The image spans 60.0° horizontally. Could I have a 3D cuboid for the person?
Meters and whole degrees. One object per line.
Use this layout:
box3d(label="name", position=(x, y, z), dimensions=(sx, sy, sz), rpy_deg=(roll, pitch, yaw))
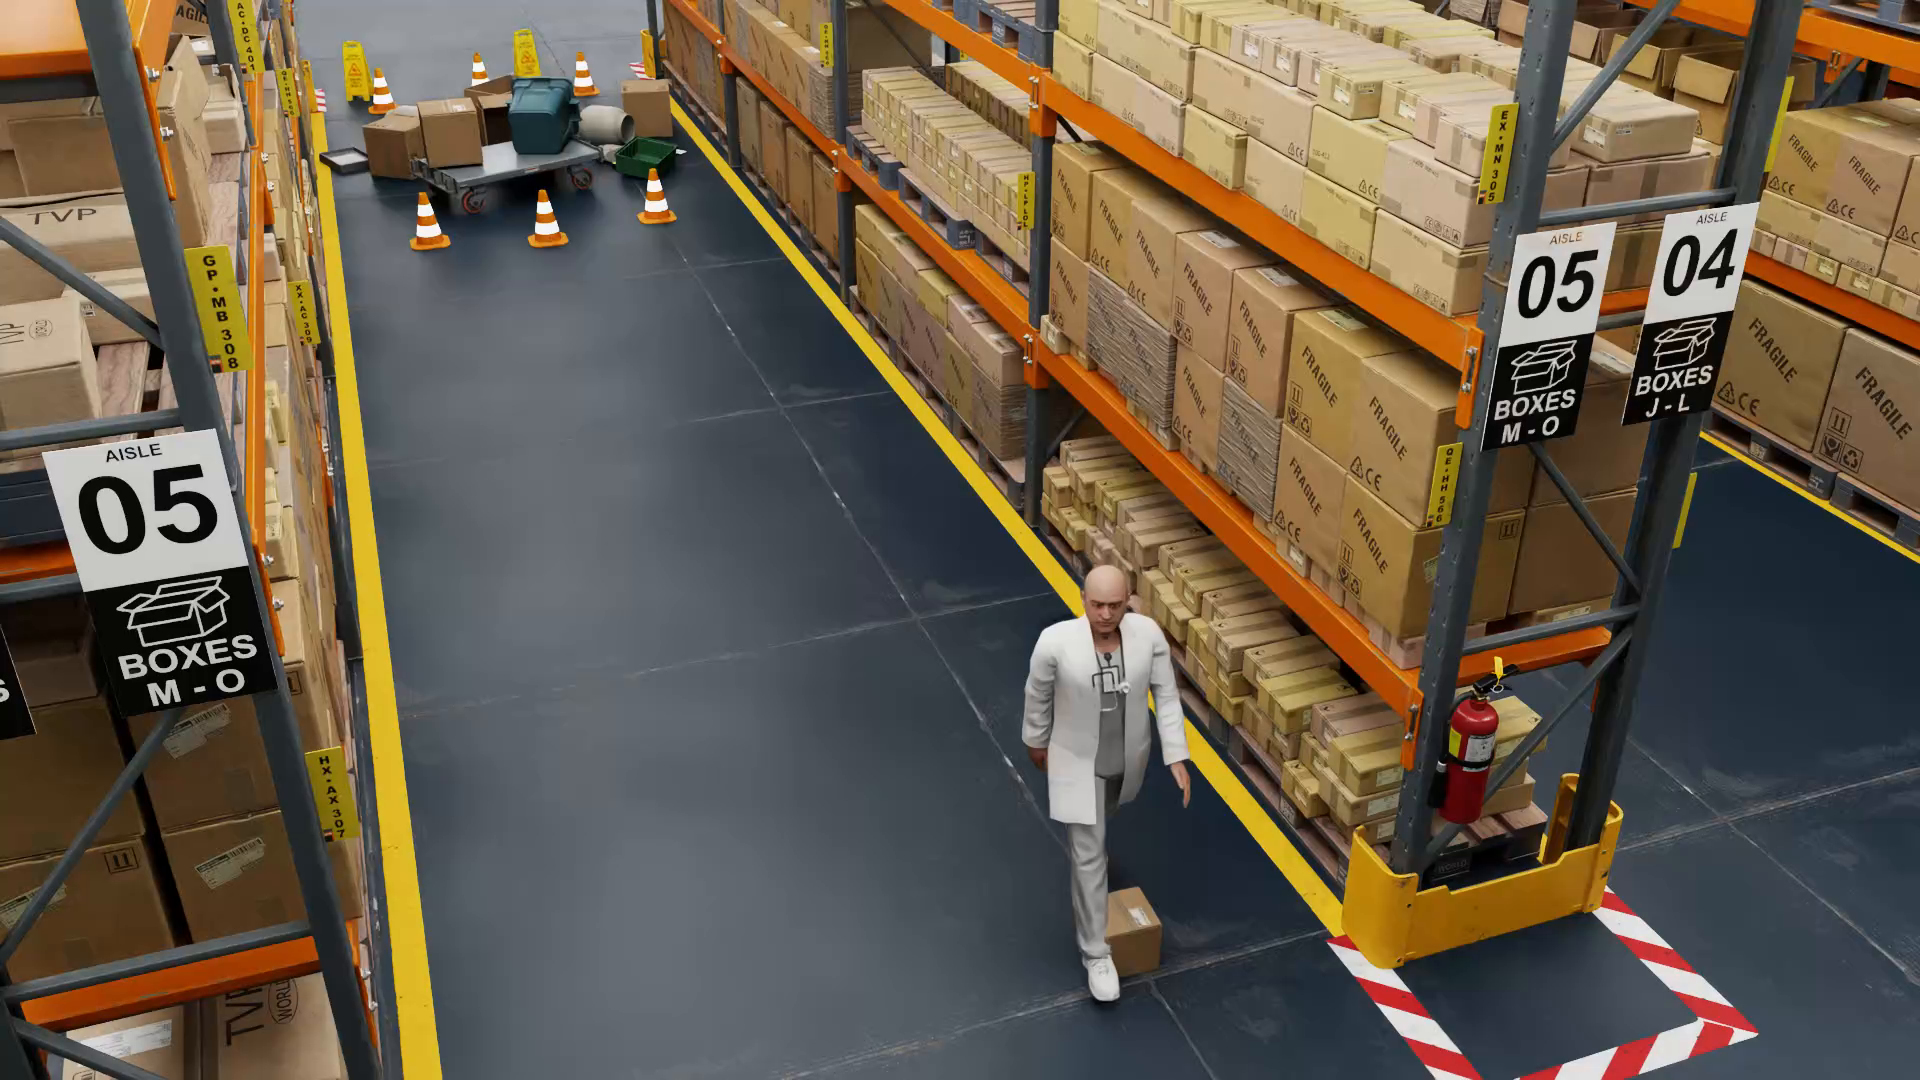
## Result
box3d(label="person", position=(0.595, 0.874, 6.807), dimensions=(0.602, 1.726, 1.139), rpy_deg=(-7, 30, -13))
